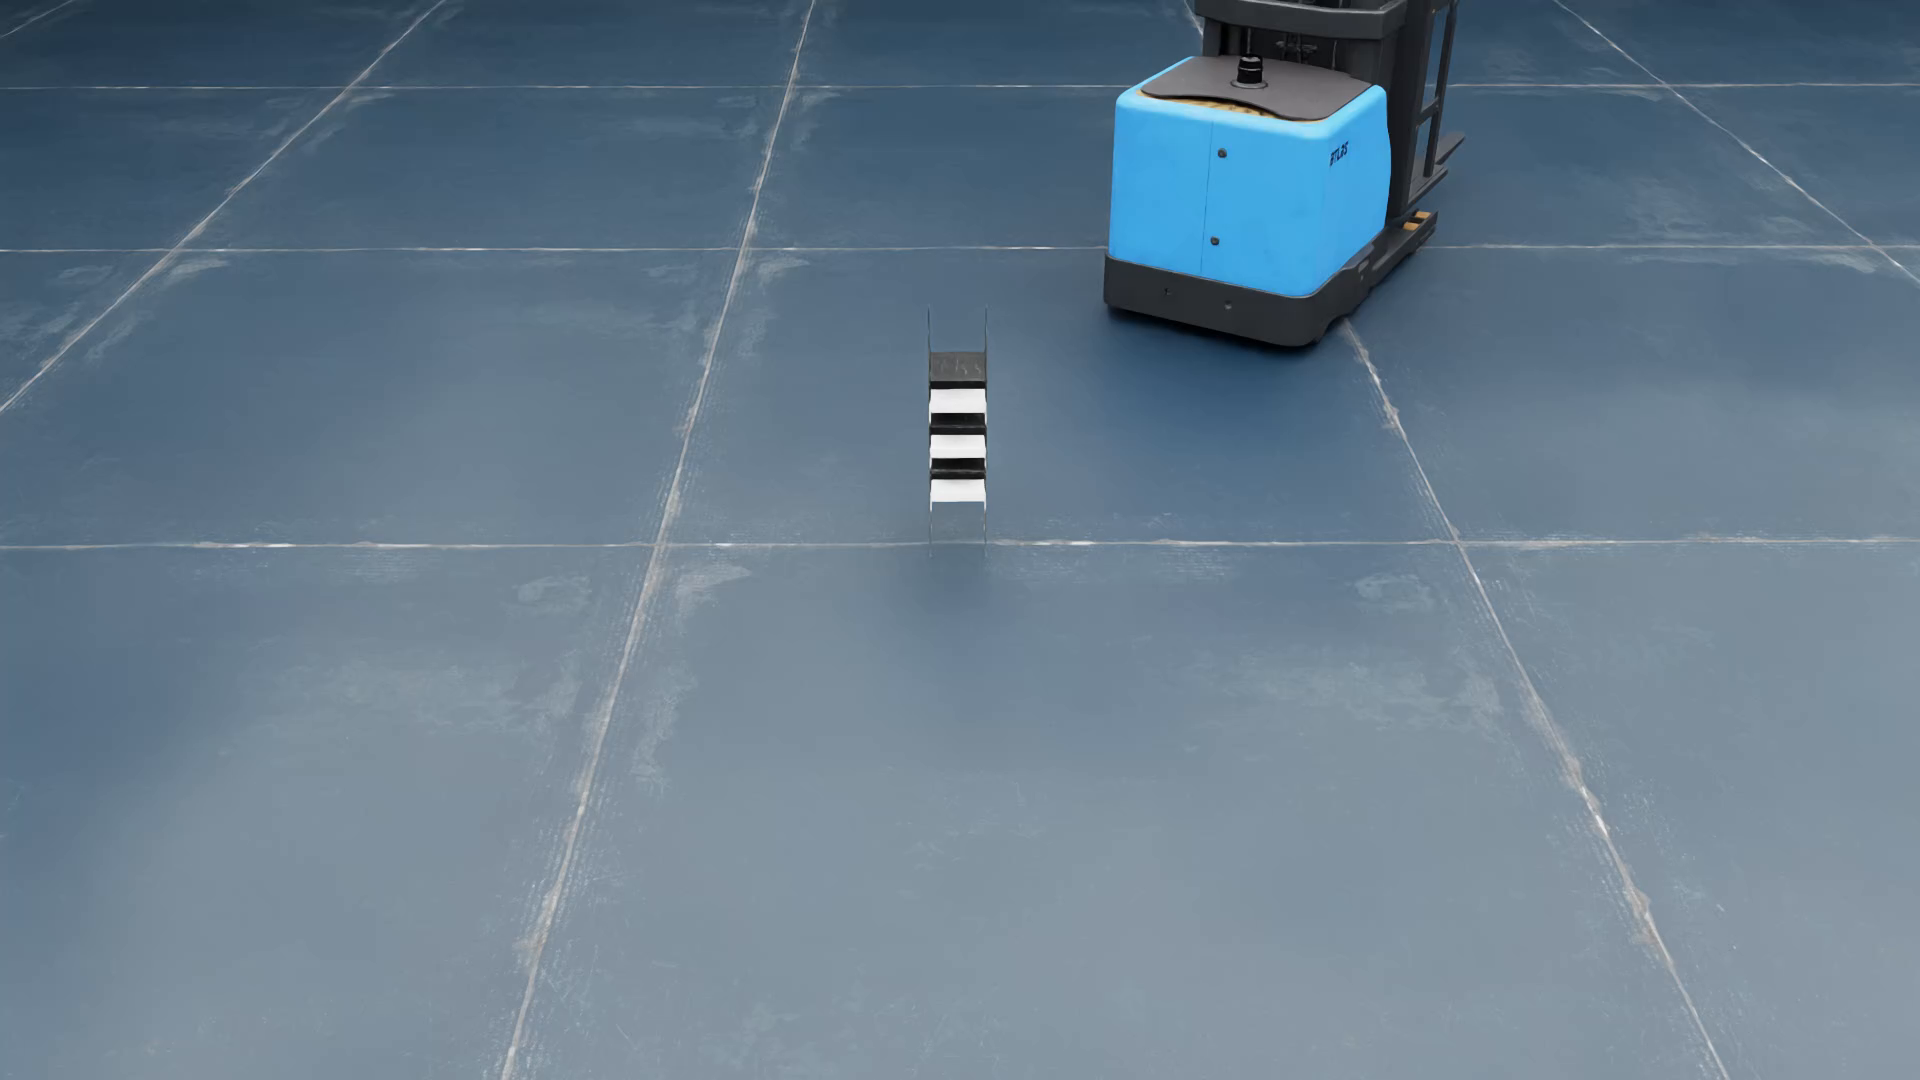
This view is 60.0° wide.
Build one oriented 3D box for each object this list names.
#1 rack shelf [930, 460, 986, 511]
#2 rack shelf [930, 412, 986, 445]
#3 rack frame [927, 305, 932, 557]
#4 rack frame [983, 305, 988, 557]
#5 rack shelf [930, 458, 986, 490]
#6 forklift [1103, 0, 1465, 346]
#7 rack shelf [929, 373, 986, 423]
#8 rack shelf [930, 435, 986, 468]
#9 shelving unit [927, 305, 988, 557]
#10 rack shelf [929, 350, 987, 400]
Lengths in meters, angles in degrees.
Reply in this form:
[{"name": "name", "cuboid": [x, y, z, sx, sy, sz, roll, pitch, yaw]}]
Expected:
[{"name": "rack shelf", "cuboid": [-0.008, -0.202, 6.127, 0.200, 0.077, 0.258, 0, 31, 0]}, {"name": "rack shelf", "cuboid": [-0.008, -0.433, 5.987, 0.200, 0.077, 0.258, 0, 31, 0]}, {"name": "rack frame", "cuboid": [-0.110, -0.384, 6.016, 0.006, 0.900, 0.240, 0, 31, 0]}, {"name": "rack frame", "cuboid": [0.094, -0.385, 6.017, 0.006, 0.900, 0.240, 0, 31, 0]}, {"name": "rack shelf", "cuboid": [-0.008, -0.279, 6.081, 0.200, 0.077, 0.258, 0, 31, 0]}, {"name": "forklift", "cuboid": [1.885, -2.862, 8.142, 1.130, 2.935, 3.031, 17, 35, 26]}, {"name": "rack shelf", "cuboid": [-0.008, -0.510, 5.940, 0.200, 0.077, 0.258, 0, 31, 0]}, {"name": "rack shelf", "cuboid": [-0.008, -0.356, 6.034, 0.200, 0.077, 0.258, 0, 31, 0]}, {"name": "shelving unit", "cuboid": [-0.008, -0.385, 6.017, 0.210, 0.900, 0.258, 0, 31, 0]}, {"name": "rack shelf", "cuboid": [-0.008, -0.587, 5.894, 0.200, 0.077, 0.258, 0, 31, 0]}]
